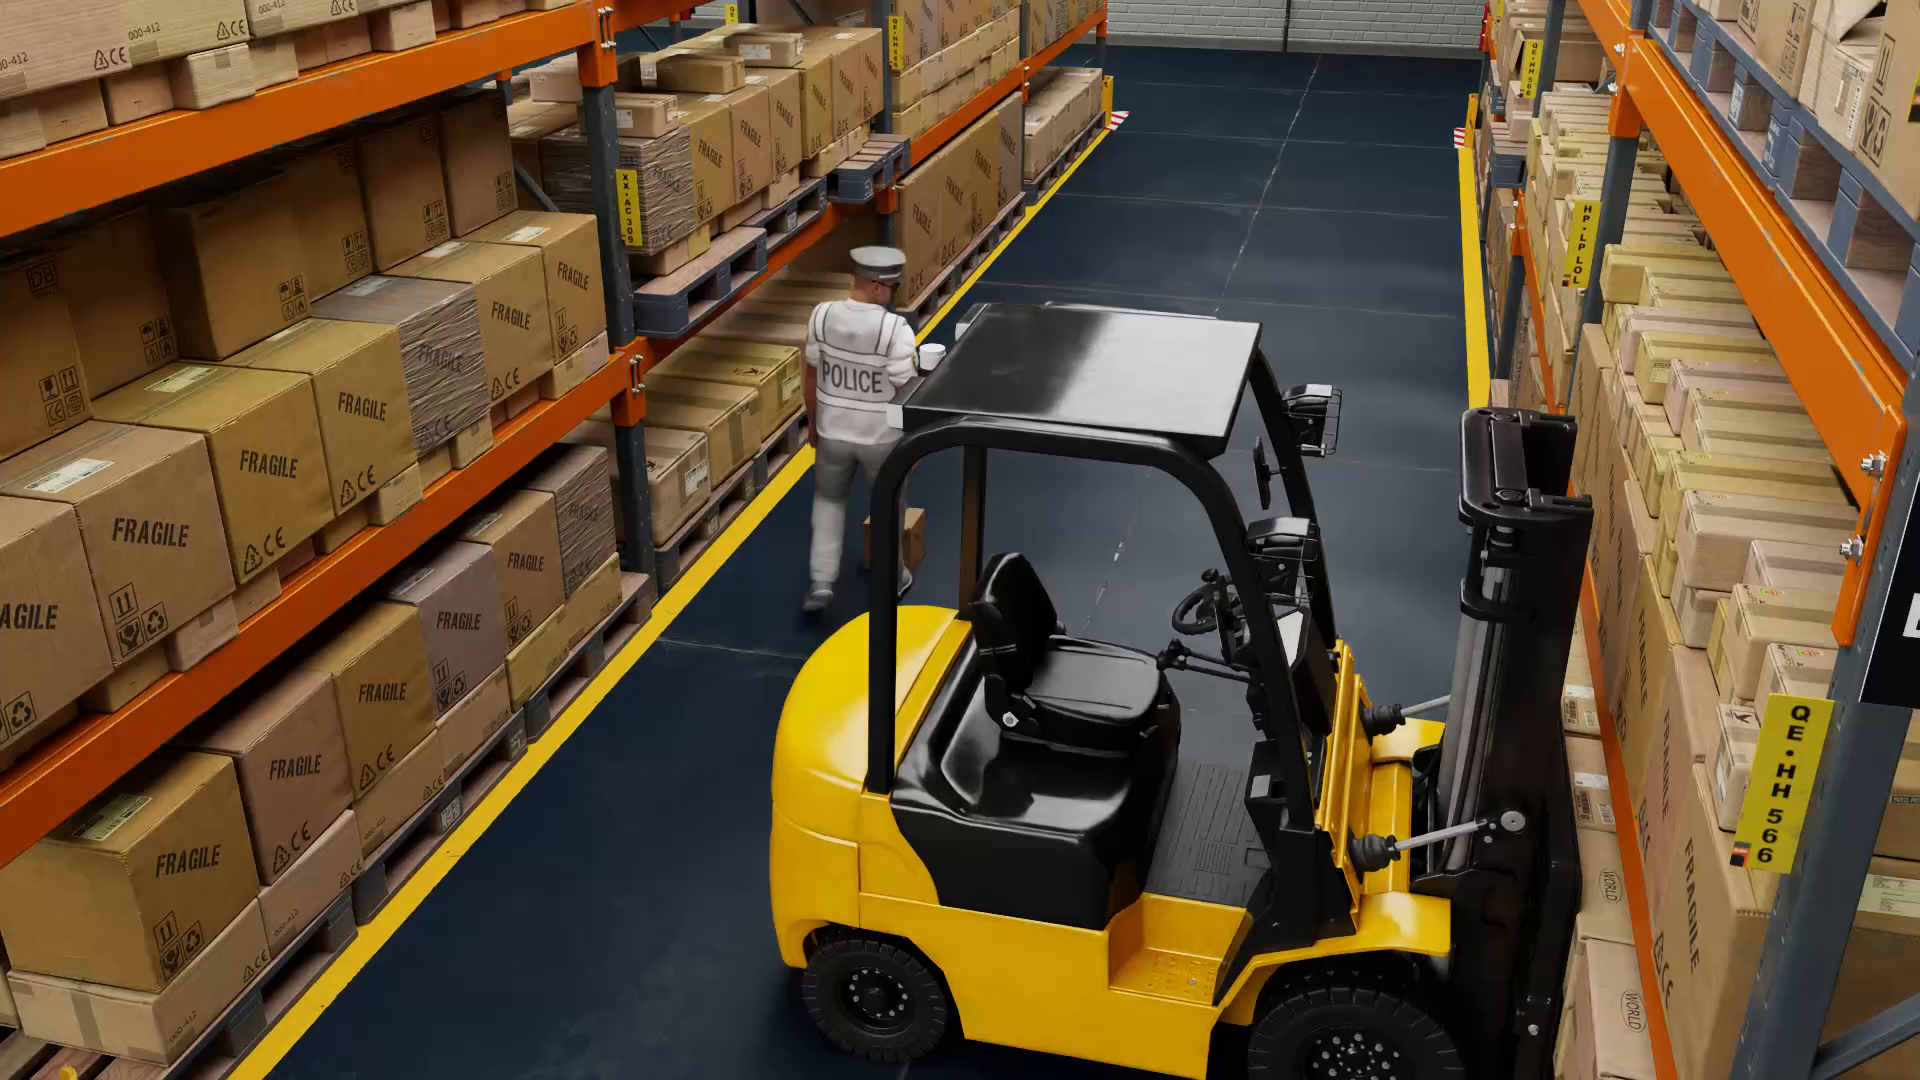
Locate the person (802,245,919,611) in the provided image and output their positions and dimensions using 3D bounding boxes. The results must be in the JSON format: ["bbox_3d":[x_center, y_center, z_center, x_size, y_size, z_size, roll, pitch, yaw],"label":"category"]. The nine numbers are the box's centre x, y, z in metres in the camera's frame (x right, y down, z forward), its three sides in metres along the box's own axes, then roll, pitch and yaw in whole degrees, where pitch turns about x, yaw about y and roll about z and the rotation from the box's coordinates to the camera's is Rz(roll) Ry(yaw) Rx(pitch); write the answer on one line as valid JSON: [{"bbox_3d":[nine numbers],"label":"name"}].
[{"bbox_3d":[-0.439,-0.481,7.632,0.572,1.762,0.661,6,26,13],"label":"person"}]
